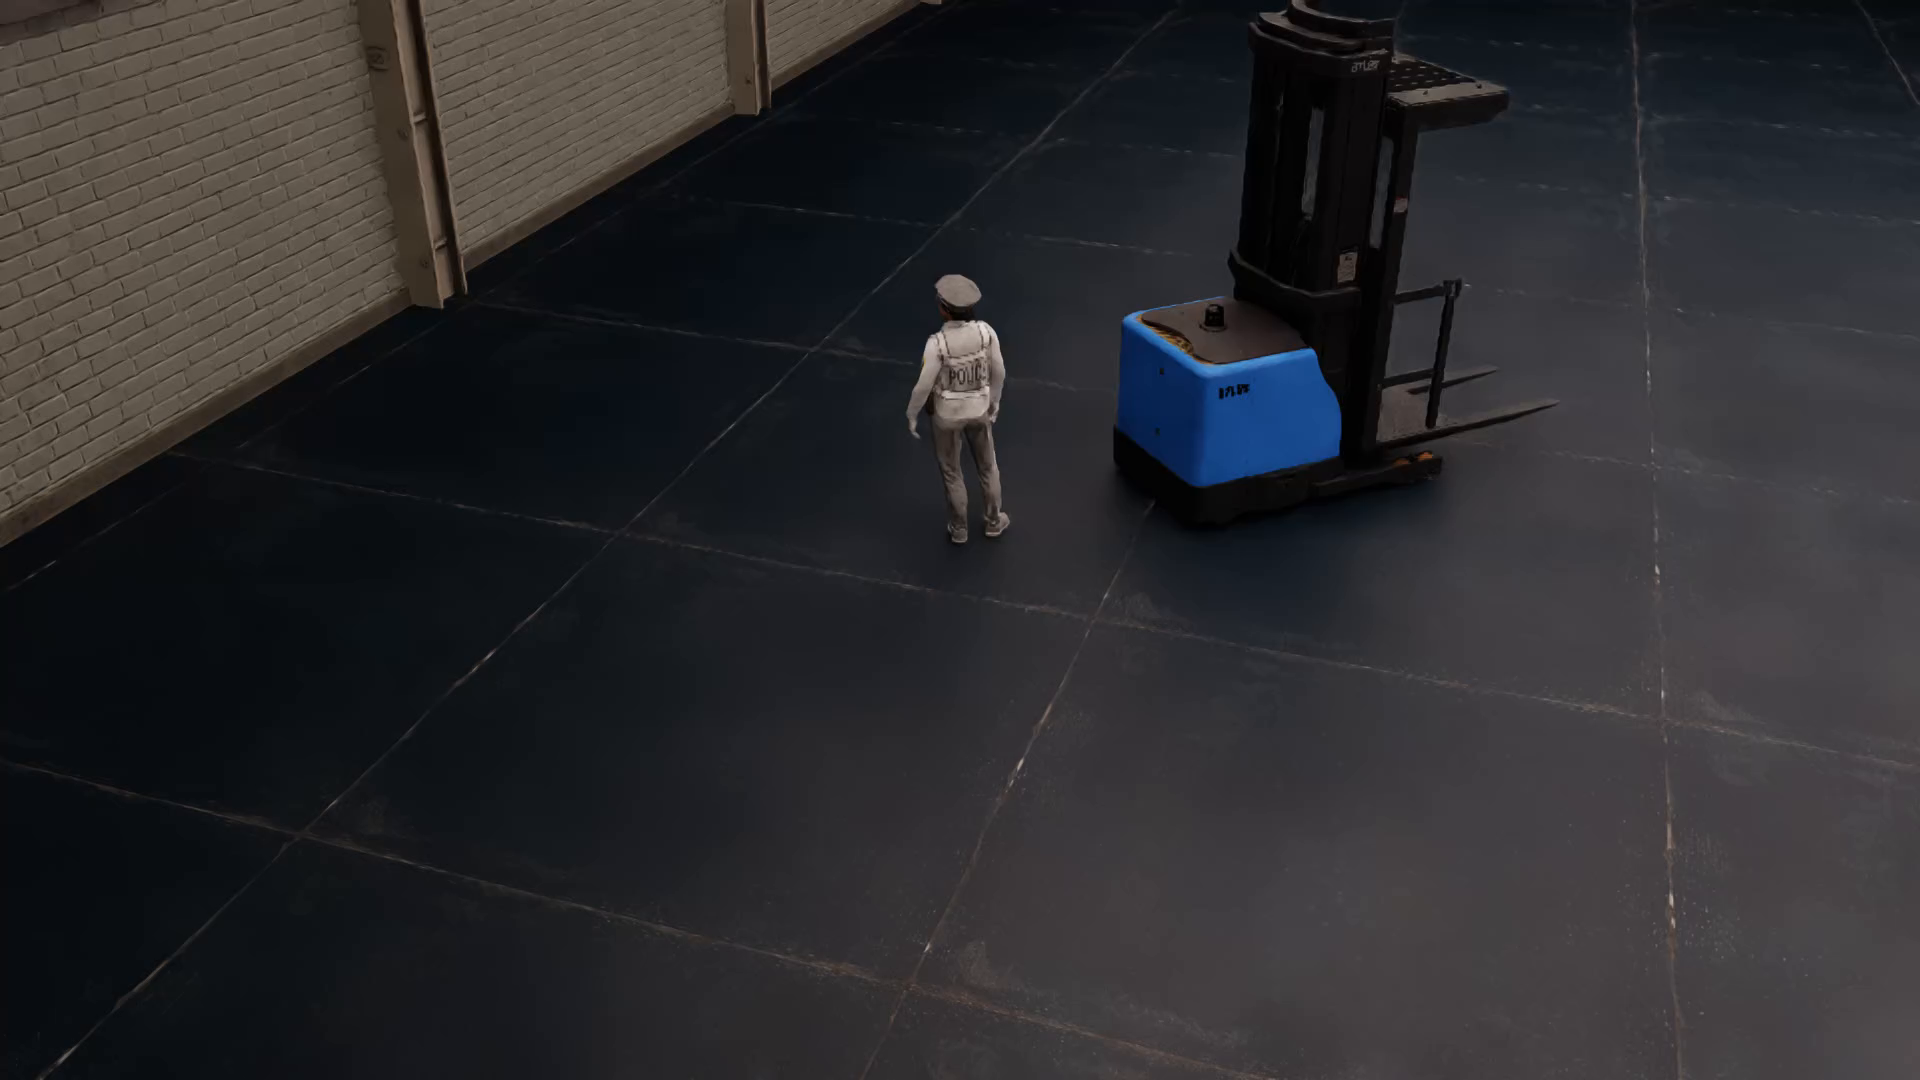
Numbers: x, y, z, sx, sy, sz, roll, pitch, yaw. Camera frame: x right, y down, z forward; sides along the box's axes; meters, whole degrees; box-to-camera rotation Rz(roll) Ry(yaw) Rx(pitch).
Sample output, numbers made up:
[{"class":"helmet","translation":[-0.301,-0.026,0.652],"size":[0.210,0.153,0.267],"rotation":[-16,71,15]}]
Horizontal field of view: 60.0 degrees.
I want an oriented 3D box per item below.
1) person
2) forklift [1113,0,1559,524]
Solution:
[{"class":"person","translation":[0.020,-0.752,9.711],"size":[0.687,1.696,0.366],"rotation":[-14,32,-23]},{"class":"forklift","translation":[2.560,-1.851,10.384],"size":[3.031,2.935,1.130],"rotation":[-13,32,-22]}]
